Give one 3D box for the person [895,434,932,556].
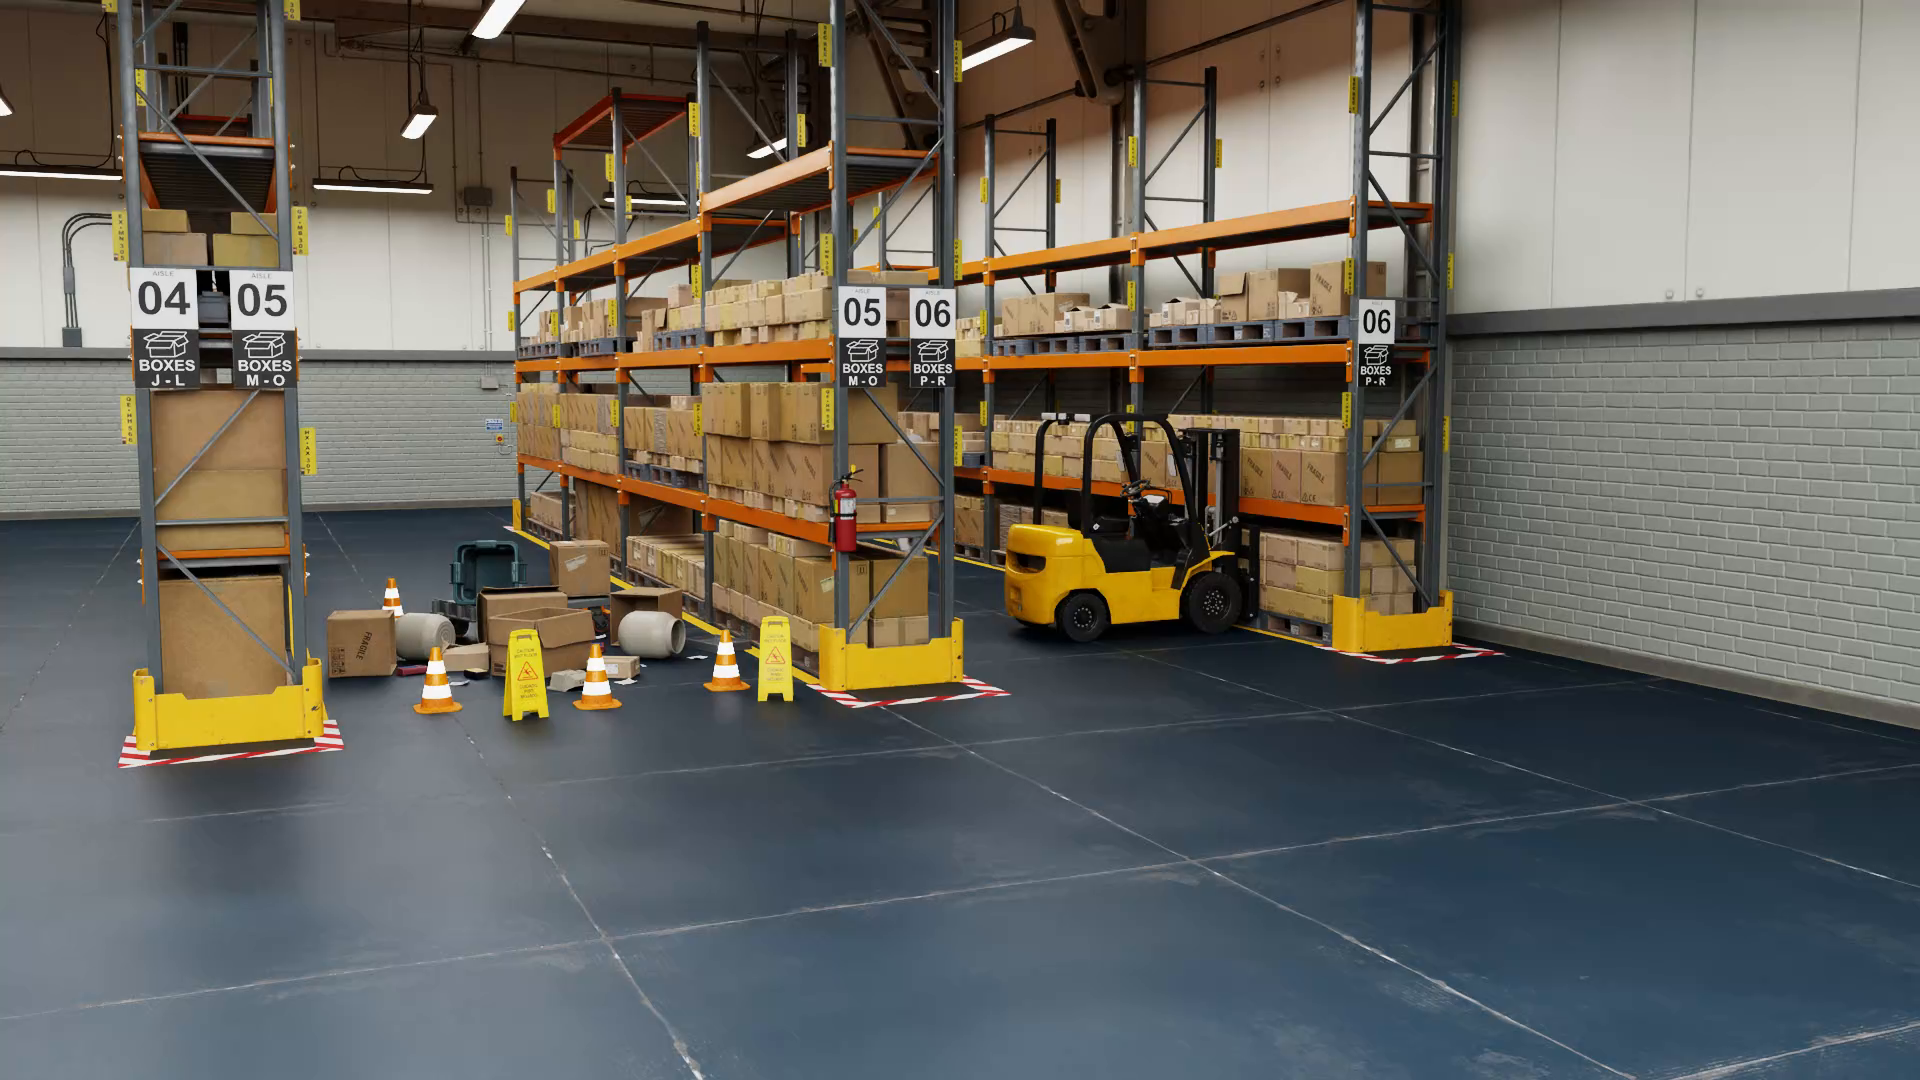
[{"bbox_3d":[-0.626,-0.478,21.426,0.569,1.767,0.495,-1,5,-9],"label":"person"}]
